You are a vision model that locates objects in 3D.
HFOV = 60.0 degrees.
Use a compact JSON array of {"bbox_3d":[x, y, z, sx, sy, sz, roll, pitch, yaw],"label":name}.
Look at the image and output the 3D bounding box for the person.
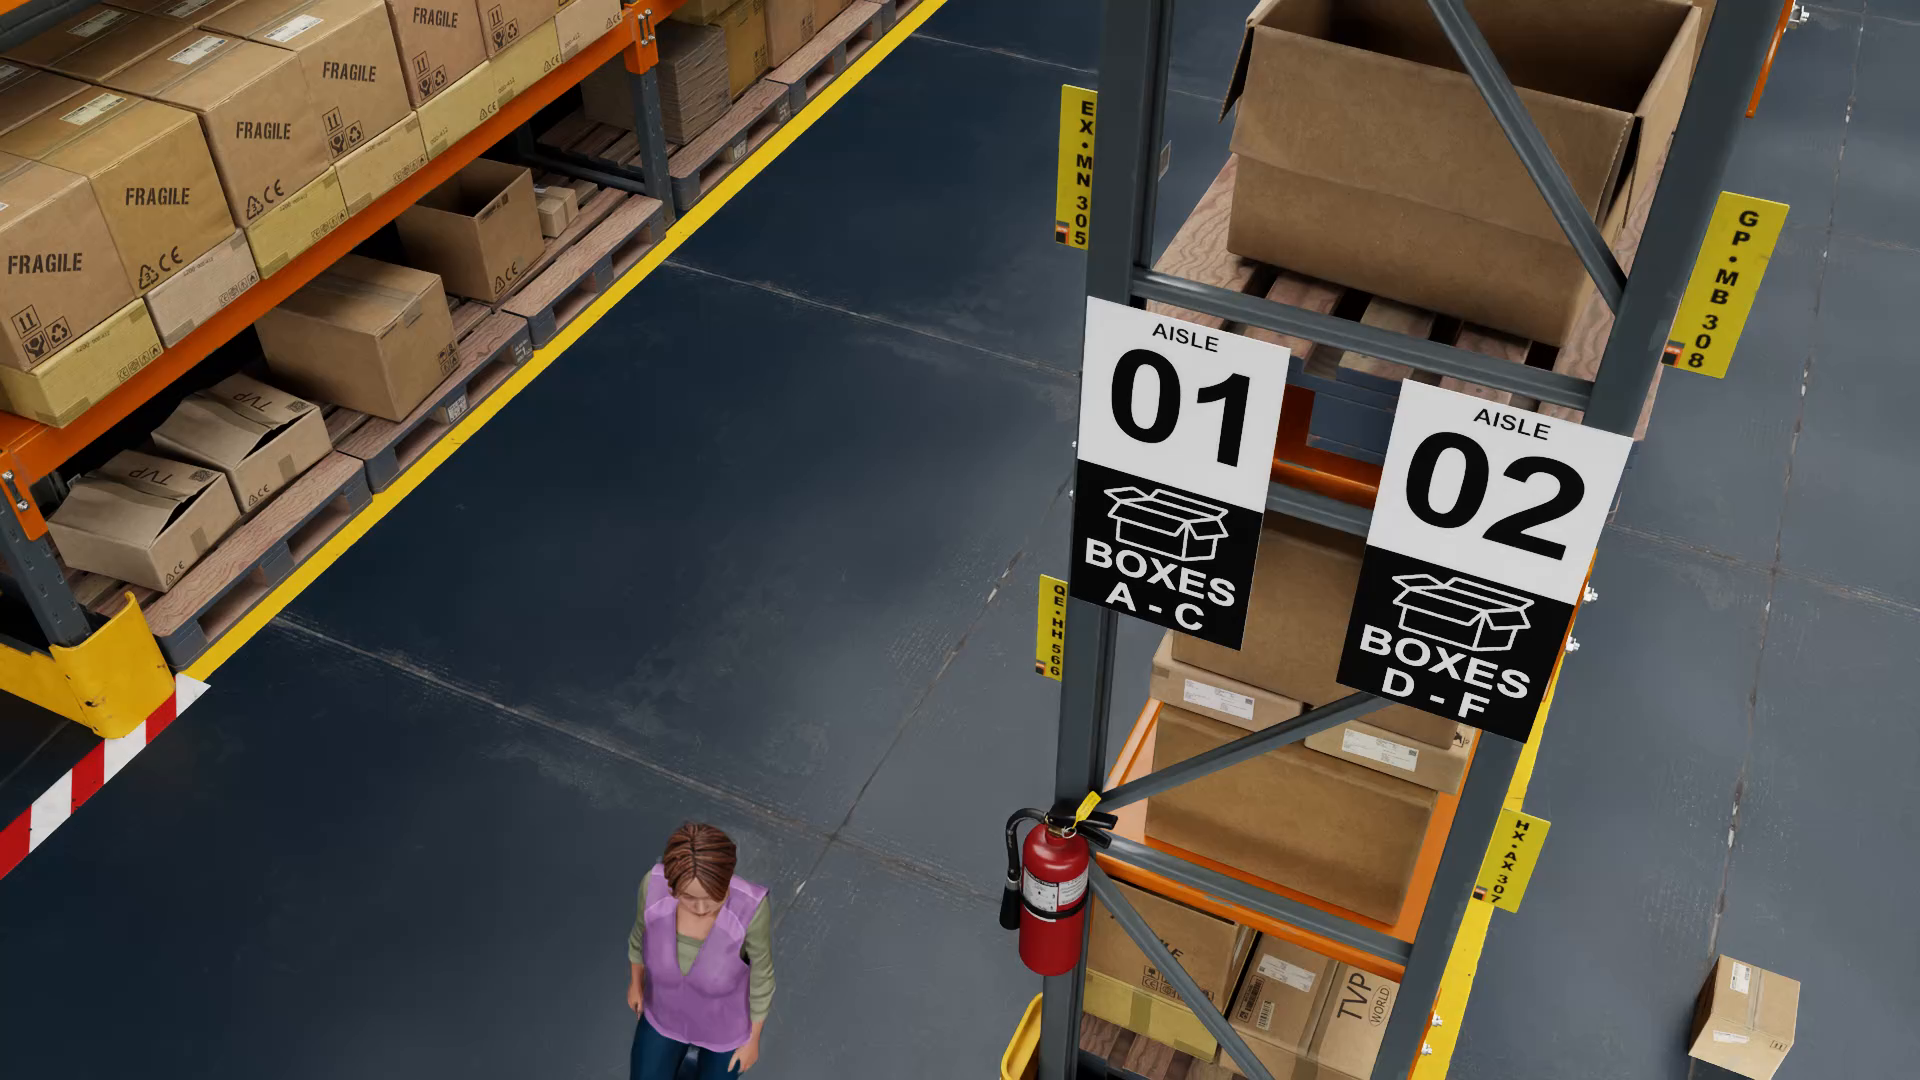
[{"bbox_3d":[-0.744,1.345,4.677,0.479,1.581,0.411,8,43,9],"label":"person"}]
